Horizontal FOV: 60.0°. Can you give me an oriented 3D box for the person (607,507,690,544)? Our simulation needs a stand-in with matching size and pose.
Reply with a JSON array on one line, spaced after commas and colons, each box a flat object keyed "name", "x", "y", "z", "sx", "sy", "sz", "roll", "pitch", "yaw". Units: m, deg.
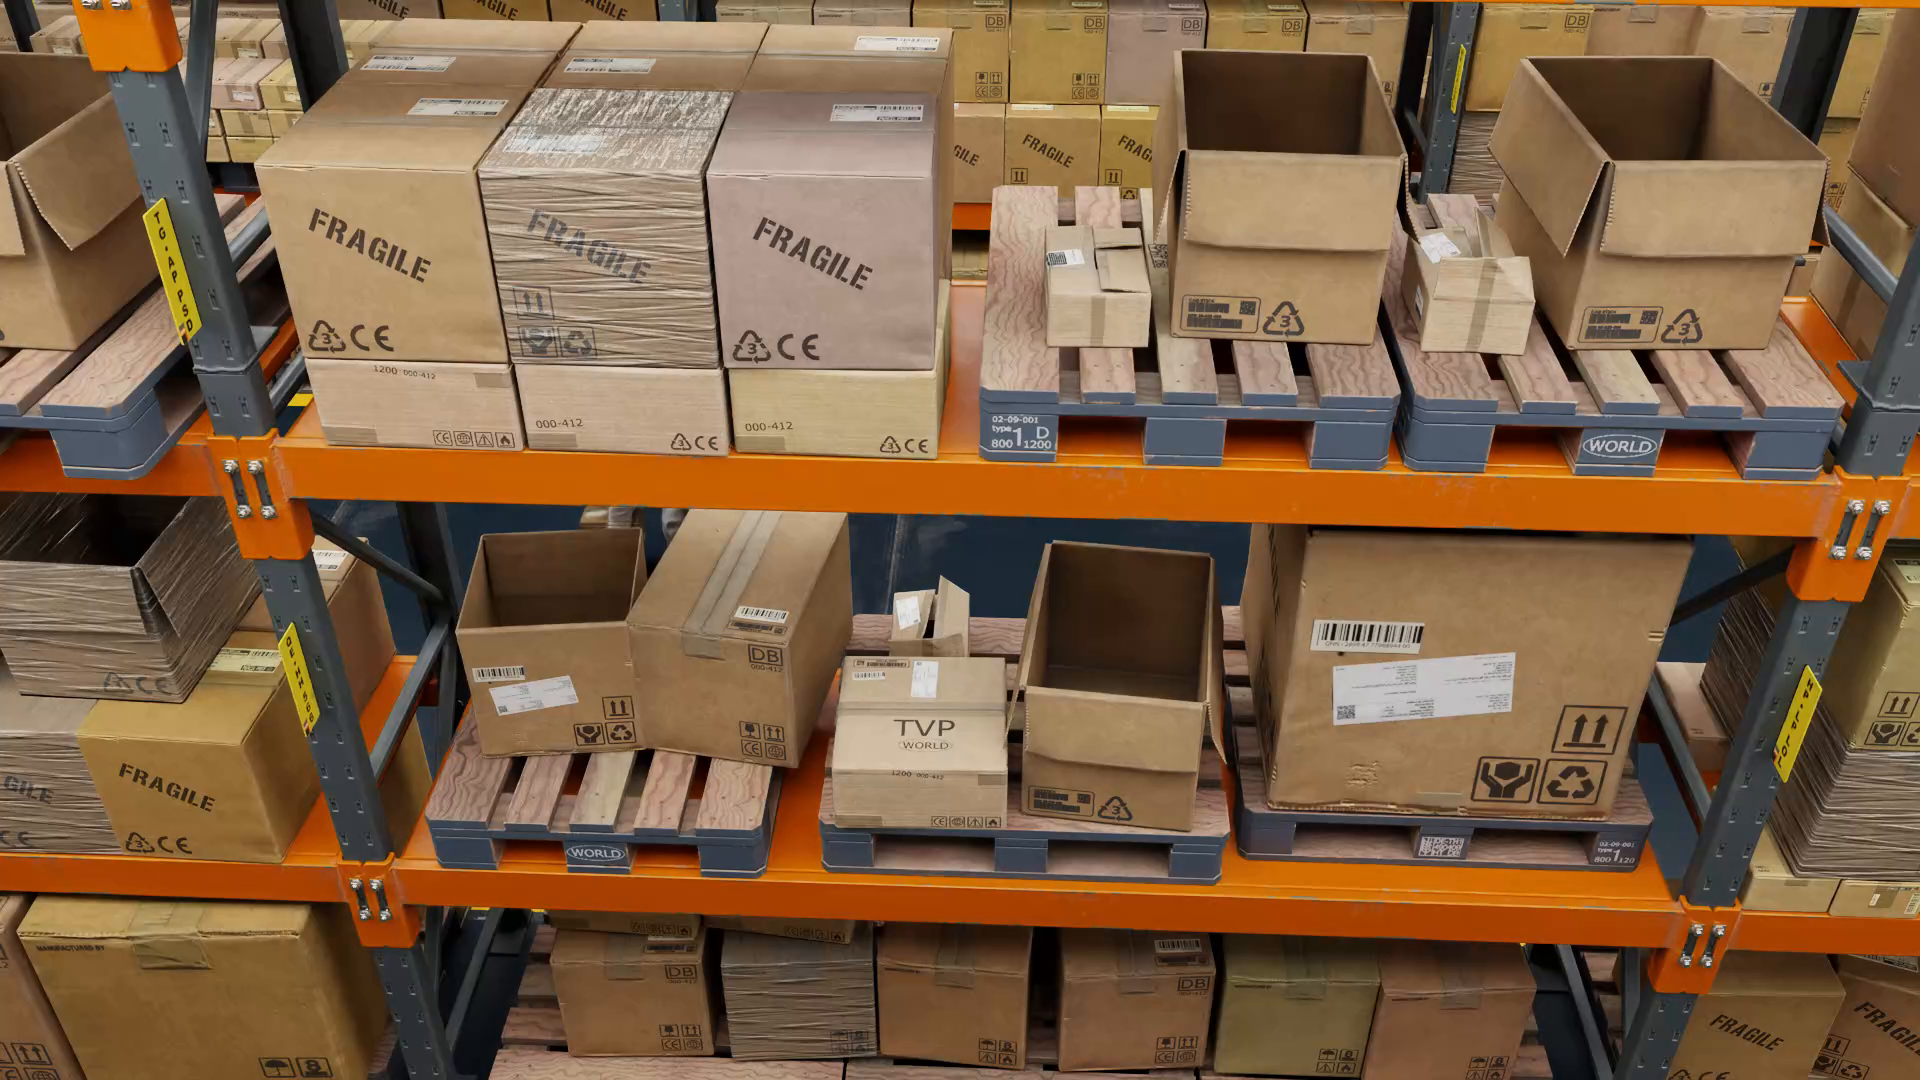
[{"name": "person", "x": -1.438, "y": -0.230, "z": 8.053, "sx": 0.950, "sy": 1.090, "sz": 0.575, "roll": 0, "pitch": 35, "yaw": 0}]
